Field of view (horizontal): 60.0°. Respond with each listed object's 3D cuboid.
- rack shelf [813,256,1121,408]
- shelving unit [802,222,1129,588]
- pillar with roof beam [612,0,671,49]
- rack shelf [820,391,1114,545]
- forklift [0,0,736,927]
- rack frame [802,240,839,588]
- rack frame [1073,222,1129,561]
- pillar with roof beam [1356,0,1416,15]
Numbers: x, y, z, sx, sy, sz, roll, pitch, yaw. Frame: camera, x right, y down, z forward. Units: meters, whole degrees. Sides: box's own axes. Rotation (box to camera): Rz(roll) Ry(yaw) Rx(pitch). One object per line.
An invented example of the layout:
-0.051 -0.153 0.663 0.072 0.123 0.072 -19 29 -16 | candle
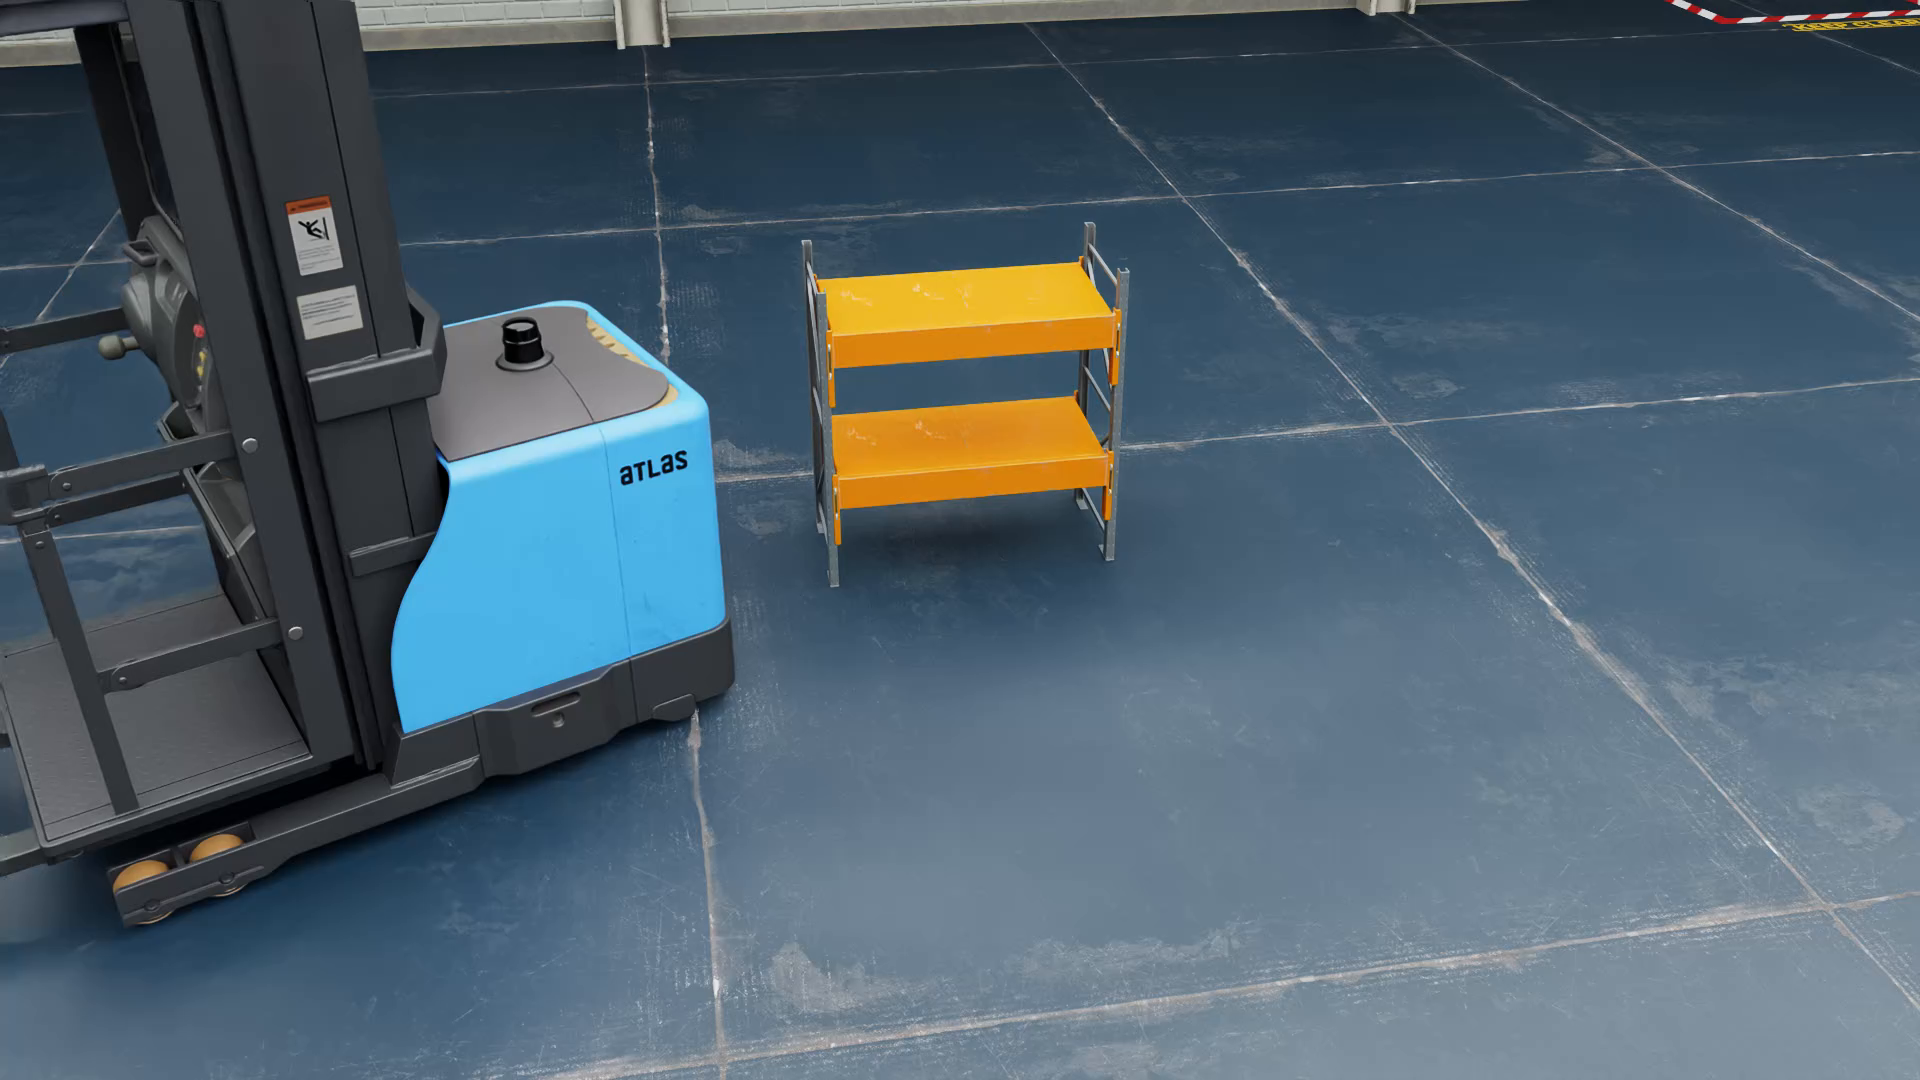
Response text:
0.007 -0.738 5.818 1.000 0.278 0.538 -5 31 -9 | rack shelf
0.007 -0.486 5.966 1.048 1.125 0.538 -5 31 -9 | shelving unit
-1.642 -5.533 6.782 0.400 9.000 9.100 -5 31 -9 | pillar with roof beam
0.007 -0.275 6.090 1.000 0.278 0.538 -5 31 -9 | rack shelf
-2.232 -0.535 4.267 3.031 2.935 1.130 -19 35 -29 | forklift
-0.493 -0.439 5.887 0.032 1.125 0.500 -5 31 -9 | rack frame
0.507 -0.532 6.045 0.032 1.125 0.500 -5 31 -9 | rack frame
4.259 -6.081 7.714 0.400 9.000 9.100 -5 31 -9 | pillar with roof beam
